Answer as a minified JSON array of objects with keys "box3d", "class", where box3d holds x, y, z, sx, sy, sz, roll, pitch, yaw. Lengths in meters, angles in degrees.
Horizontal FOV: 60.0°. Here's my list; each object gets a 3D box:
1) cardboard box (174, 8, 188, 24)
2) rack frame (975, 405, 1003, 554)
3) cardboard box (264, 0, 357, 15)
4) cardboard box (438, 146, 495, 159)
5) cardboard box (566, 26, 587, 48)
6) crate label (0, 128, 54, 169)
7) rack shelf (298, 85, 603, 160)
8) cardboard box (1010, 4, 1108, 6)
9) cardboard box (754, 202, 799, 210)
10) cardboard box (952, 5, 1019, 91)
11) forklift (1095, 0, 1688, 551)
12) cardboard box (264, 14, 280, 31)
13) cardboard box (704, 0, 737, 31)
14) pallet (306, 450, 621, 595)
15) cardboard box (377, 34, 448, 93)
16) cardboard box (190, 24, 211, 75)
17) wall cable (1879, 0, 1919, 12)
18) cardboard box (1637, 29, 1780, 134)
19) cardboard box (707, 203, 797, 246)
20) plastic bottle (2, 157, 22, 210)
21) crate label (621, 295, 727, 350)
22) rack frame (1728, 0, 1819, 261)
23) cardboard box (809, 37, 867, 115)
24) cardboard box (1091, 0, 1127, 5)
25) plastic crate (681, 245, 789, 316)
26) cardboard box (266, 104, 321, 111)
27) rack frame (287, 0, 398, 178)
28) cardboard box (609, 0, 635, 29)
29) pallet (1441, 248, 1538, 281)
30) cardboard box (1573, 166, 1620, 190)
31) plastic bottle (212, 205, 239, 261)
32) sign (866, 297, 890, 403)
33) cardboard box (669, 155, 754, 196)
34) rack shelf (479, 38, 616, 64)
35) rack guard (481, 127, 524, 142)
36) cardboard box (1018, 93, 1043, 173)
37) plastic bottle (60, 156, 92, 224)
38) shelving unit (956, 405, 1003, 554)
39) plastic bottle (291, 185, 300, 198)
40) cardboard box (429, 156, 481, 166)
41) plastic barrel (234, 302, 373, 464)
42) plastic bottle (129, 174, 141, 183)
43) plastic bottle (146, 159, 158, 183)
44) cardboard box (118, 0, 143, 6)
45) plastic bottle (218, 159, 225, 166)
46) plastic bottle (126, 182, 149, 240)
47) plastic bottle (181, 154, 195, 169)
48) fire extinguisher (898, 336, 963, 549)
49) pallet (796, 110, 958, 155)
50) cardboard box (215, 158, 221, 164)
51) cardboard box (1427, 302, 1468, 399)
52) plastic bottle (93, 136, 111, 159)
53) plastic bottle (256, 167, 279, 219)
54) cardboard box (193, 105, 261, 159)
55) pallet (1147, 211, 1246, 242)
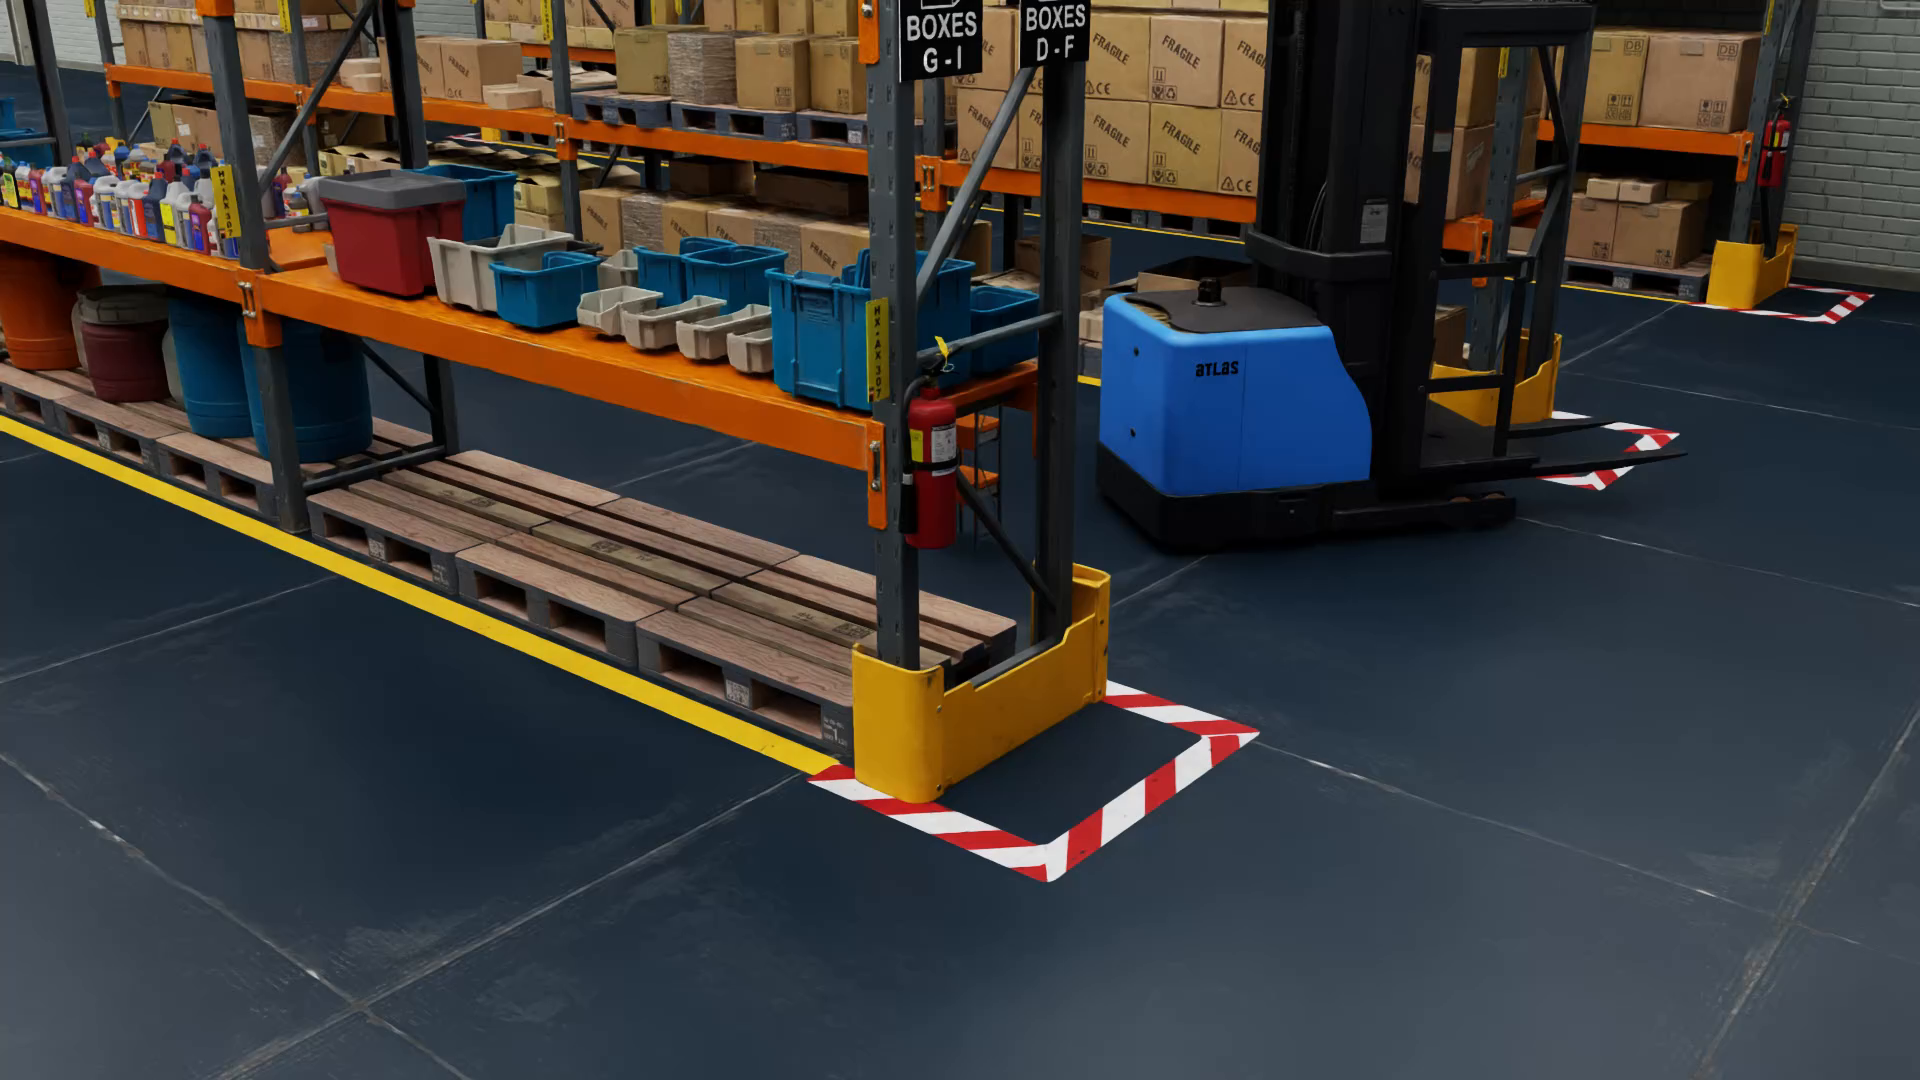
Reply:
[{"box3d":[-8.020,-5.521,17.496,0.250,0.149,0.380,16,26,36],"class":"cardboard box"},{"box3d":[0.136,-0.452,7.879,0.008,1.050,0.200,16,26,36],"class":"rack frame"},{"box3d":[-6.435,-5.462,16.421,0.500,0.500,0.700,16,26,37],"class":"cardboard box"},{"box3d":[-4.800,-3.645,16.090,0.500,0.311,0.500,16,26,36],"class":"cardboard box"},{"box3d":[-4.687,-6.361,20.970,0.500,0.250,0.500,16,26,37],"class":"cardboard box"},{"box3d":[-6.213,-2.584,11.005,0.416,0.233,0.303,16,26,36],"class":"crate label"},{"box3d":[-4.538,-3.928,15.354,4.000,0.370,1.077,16,26,36],"class":"rack shelf"},{"box3d":[0.666,-3.399,11.371,0.500,0.500,0.500,16,26,37],"class":"cardboard box"},{"box3d":[-1.304,-2.480,13.411,0.500,0.500,0.500,15,25,34],"class":"cardboard box"},{"box3d":[0.297,-3.259,11.000,0.500,0.500,0.500,17,26,38],"class":"cardboard box"},{"box3d":[2.288,-1.593,8.238,3.031,2.935,1.130,-6,21,-14],"class":"forklift"},{"box3d":[-6.624,-5.119,16.431,0.250,0.149,0.380,15,26,35],"class":"cardboard box"},{"box3d":[-2.586,-6.196,19.582,0.500,0.500,0.700,16,26,36],"class":"cardboard box"},{"box3d":[-2.430,-0.115,8.174,1.213,0.211,1.003,16,26,36],"class":"pallet"},{"box3d":[-5.095,-4.465,15.614,0.500,0.500,0.500,18,27,40],"class":"cardboard box"},{"box3d":[-7.632,-5.198,17.559,0.500,0.500,0.700,17,27,38],"class":"cardboard box"},{"box3d":[7.929,-3.837,12.652,1.851,1.984,0.084,16,26,36],"class":"wall cable"},{"box3d":[5.937,-3.640,13.145,0.700,0.700,0.980,18,27,39],"class":"cardboard box"},{"box3d":[-1.615,-2.332,13.019,0.500,0.500,0.500,15,25,35],"class":"cardboard box"},{"box3d":[-5.381,-2.029,9.463,0.133,0.283,0.061,16,26,36],"class":"plastic bottle"},{"box3d":[-1.119,-0.842,6.438,0.243,0.136,0.396,16,26,36],"class":"crate label"},{"box3d":[6.338,-3.389,12.903,0.127,3.000,1.000,16,26,36],"class":"rack frame"},{"box3d":[-0.688,-3.472,12.388,0.700,0.500,0.500,-17,27,-38],"class":"cardboard box"},{"box3d":[1.536,-5.206,16.067,0.500,0.250,0.500,15,26,35],"class":"cardboard box"},{"box3d":[-0.929,-1.069,6.905,0.300,0.233,0.416,16,26,36],"class":"plastic crate"},{"box3d":[-7.024,-4.384,17.781,0.500,0.500,0.500,16,26,36],"class":"cardboard box"},{"box3d":[-6.088,-4.711,16.410,0.127,3.000,1.000,16,26,36],"class":"rack frame"},{"box3d":[-3.910,-6.487,20.240,0.500,0.500,0.500,16,26,36],"class":"cardboard box"},{"box3d":[4.729,-2.513,14.534,1.213,0.211,1.003,16,26,36],"class":"pallet"},{"box3d":[5.370,-3.044,14.016,0.250,0.149,0.380,16,26,37],"class":"cardboard box"},{"box3d":[-3.534,-1.515,8.109,0.135,0.276,0.152,16,26,36],"class":"plastic bottle"},{"box3d":[-0.261,-0.603,5.285,0.005,0.325,0.100,16,26,36],"class":"sign"},{"box3d":[-2.069,-3.050,13.861,0.500,0.250,0.500,17,27,38],"class":"cardboard box"},{"box3d":[-4.508,-6.176,21.313,4.000,0.370,1.077,16,26,36],"class":"rack shelf"},{"box3d":[-5.998,-5.772,22.766,0.348,0.500,1.175,16,26,36],"class":"rack guard"},{"box3d":[0.732,-2.671,10.860,0.500,0.500,0.500,17,26,37],"class":"cardboard box"},{"box3d":[-4.797,-1.911,9.055,0.185,0.351,0.144,16,26,36],"class":"plastic bottle"},{"box3d":[0.041,-0.479,7.951,0.252,1.050,0.215,16,26,36],"class":"shelving unit"},{"box3d":[-3.574,-1.824,9.036,0.097,0.201,0.097,0,21,0],"class":"plastic bottle"},{"box3d":[-4.733,-3.380,15.388,0.500,0.311,0.500,17,26,38],"class":"cardboard box"},{"box3d":[-3.435,-0.914,8.719,0.708,0.901,0.600,16,26,36],"class":"plastic barrel"},{"box3d":[-4.428,-1.826,8.943,0.097,0.271,0.097,0,21,0],"class":"plastic bottle"},{"box3d":[-4.831,-2.186,9.996,0.097,0.201,0.097,0,21,0],"class":"plastic bottle"},{"box3d":[-8.792,-6.138,18.213,0.500,0.500,0.700,16,26,36],"class":"cardboard box"},{"box3d":[-4.187,-2.034,9.492,0.097,0.271,0.097,0,21,0],"class":"plastic bottle"},{"box3d":[-4.208,-1.709,8.624,0.135,0.276,0.152,16,26,36],"class":"plastic bottle"},{"box3d":[-4.447,-2.095,9.637,0.133,0.283,0.061,16,26,36],"class":"plastic bottle"},{"box3d":[-0.096,-0.312,5.383,0.183,0.674,0.296,16,26,36],"class":"fire extinguisher"},{"box3d":[-0.440,-3.045,12.263,1.213,0.211,1.003,16,26,36],"class":"pallet"},{"box3d":[-7.751,-3.998,17.820,0.500,0.250,0.500,16,26,36],"class":"cardboard box"},{"box3d":[2.632,-1.124,9.817,0.500,0.500,0.500,16,26,36],"class":"cardboard box"},{"box3d":[-5.362,-2.386,10.409,0.133,0.283,0.061,16,26,36],"class":"plastic bottle"},{"box3d":[-3.860,-1.929,9.208,0.135,0.276,0.152,16,26,36],"class":"plastic bottle"},{"box3d":[-7.751,-4.348,17.687,0.500,0.500,0.500,16,26,36],"class":"cardboard box"},{"box3d":[2.594,-3.128,16.164,1.213,0.211,1.003,16,26,36],"class":"pallet"}]
